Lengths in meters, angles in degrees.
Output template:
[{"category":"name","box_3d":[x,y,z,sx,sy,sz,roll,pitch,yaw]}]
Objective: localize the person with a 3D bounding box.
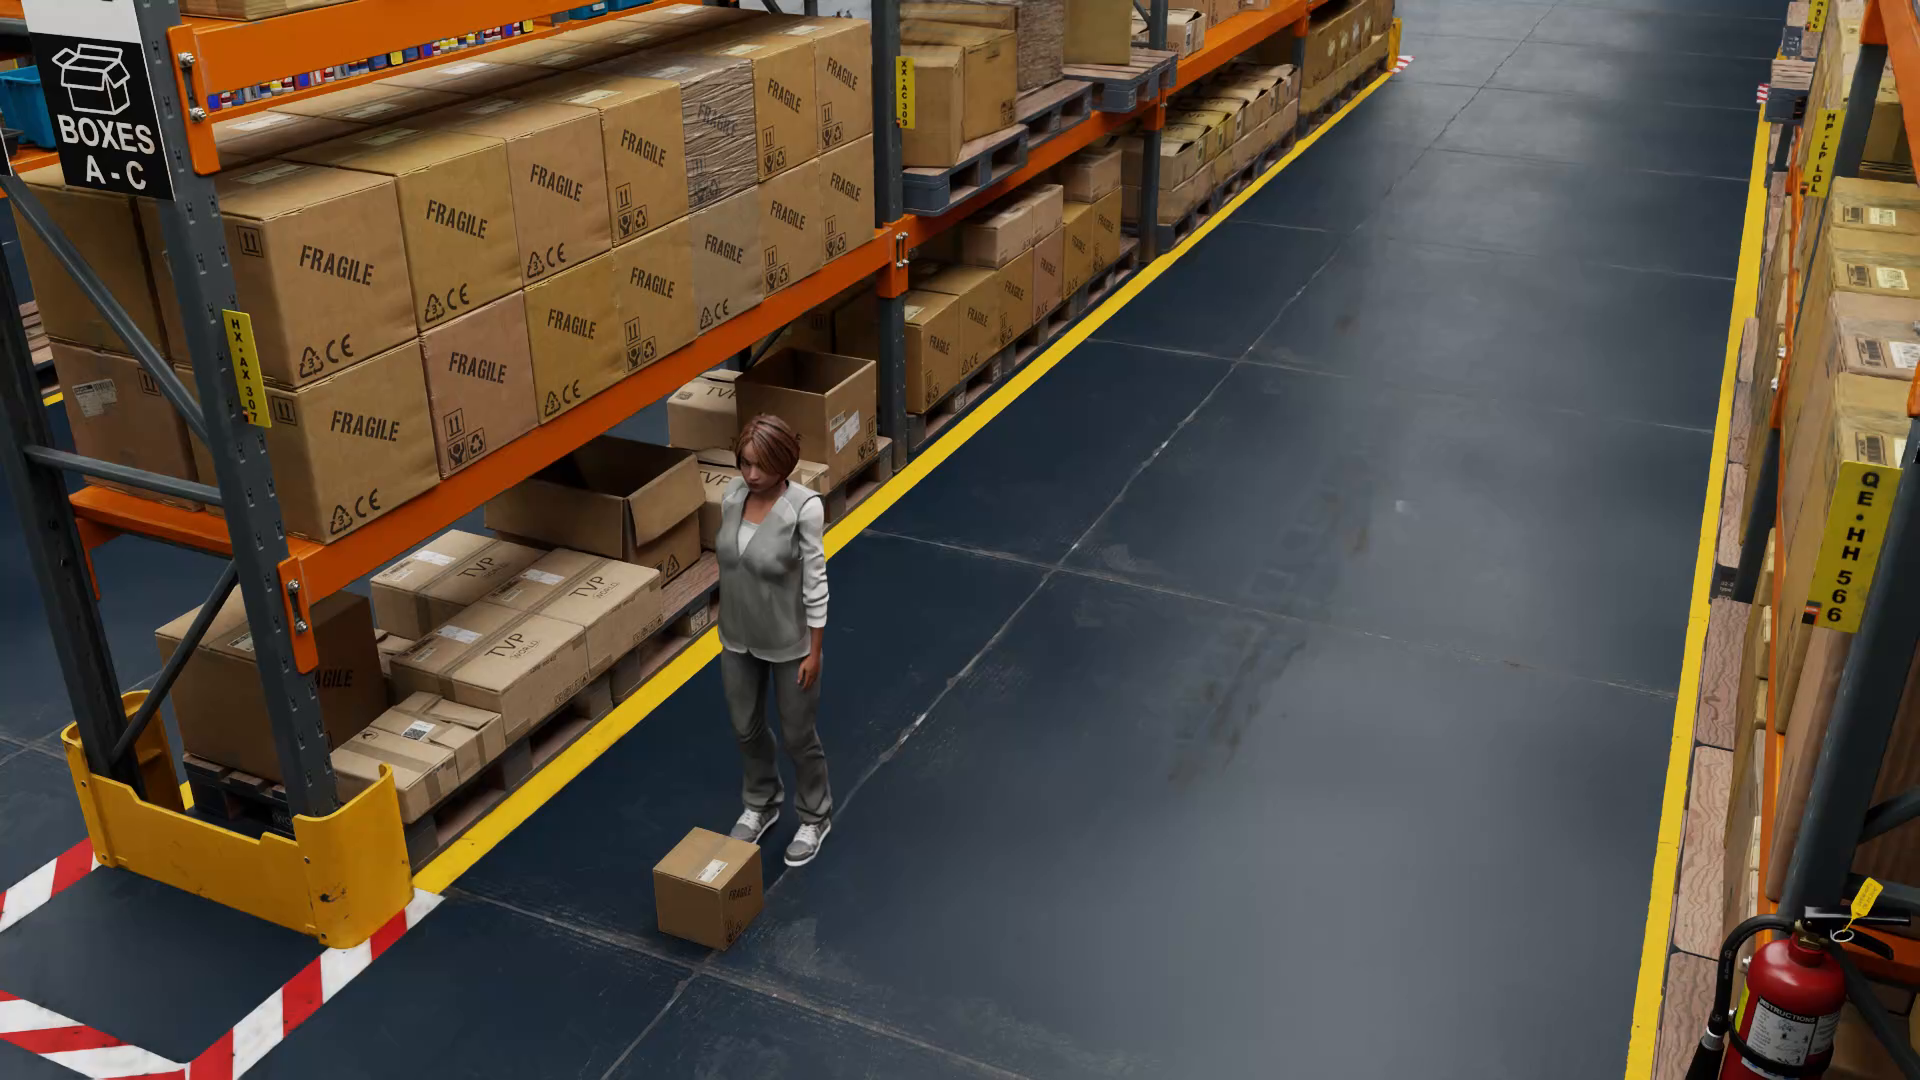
[{"category":"person","box_3d":[-0.605,0.340,5.454,0.406,1.600,0.311,12,29,23]}]
